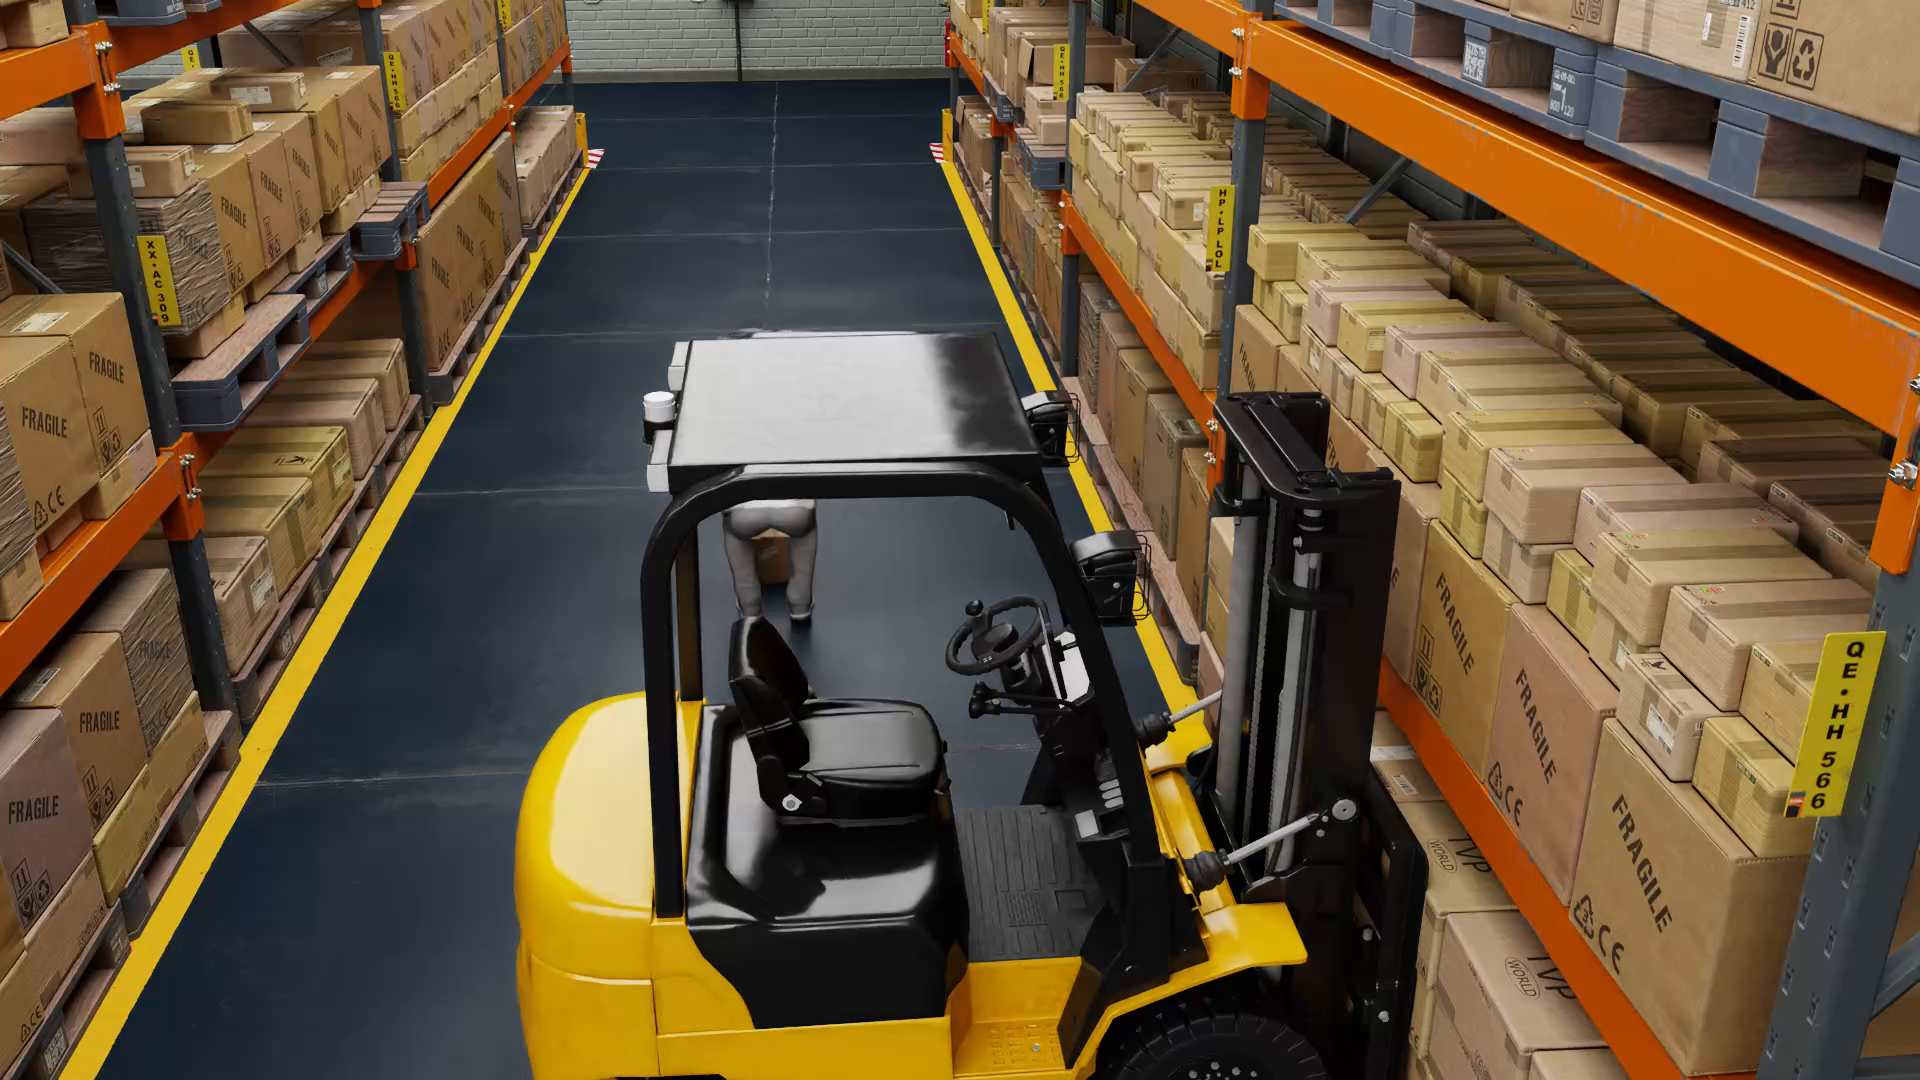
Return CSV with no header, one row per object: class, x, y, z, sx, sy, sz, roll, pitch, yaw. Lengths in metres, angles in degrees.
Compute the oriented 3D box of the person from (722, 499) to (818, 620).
person,-0.915,-0.213,7.709,0.495,1.162,0.811,-2,24,-5
